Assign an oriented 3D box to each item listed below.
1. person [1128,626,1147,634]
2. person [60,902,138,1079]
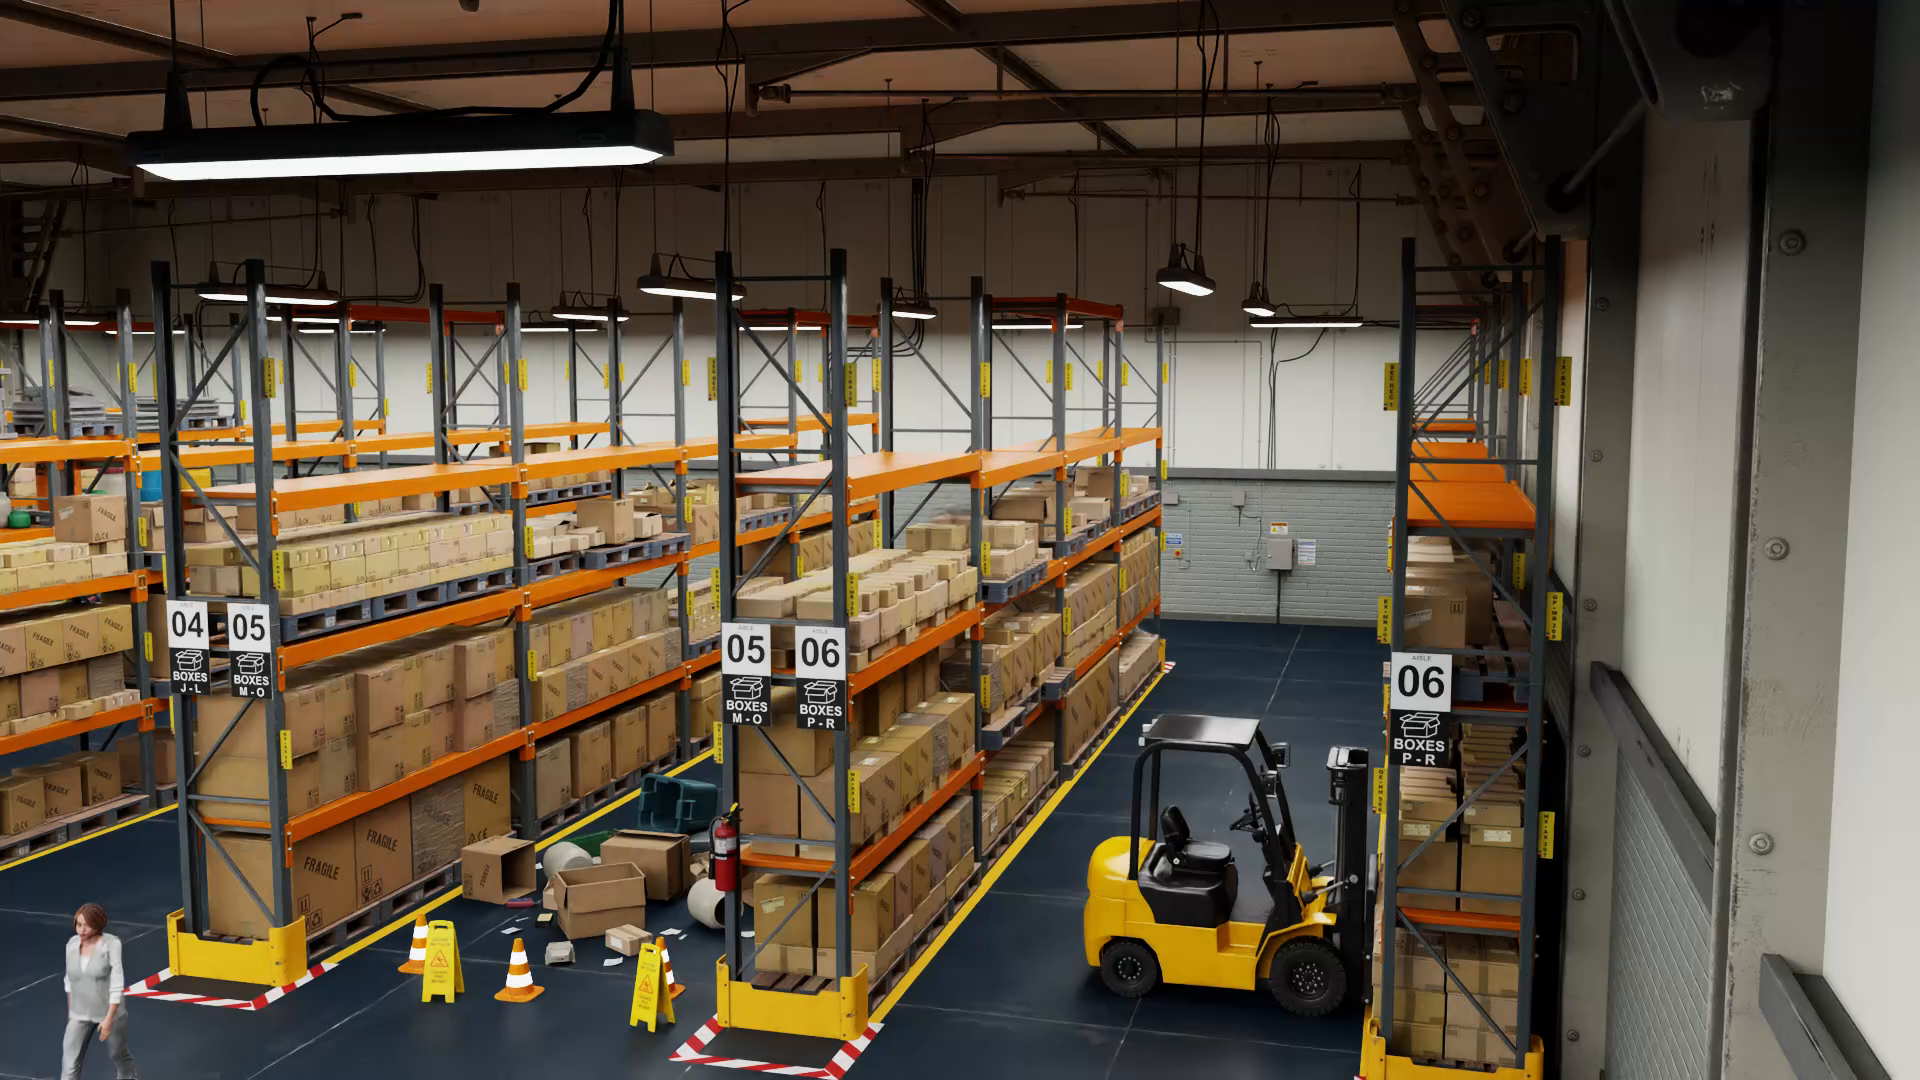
[{"bbox_3d":[3.086,1.172,29.816,0.674,1.654,0.442,-3,7,-25],"label":"person"},{"bbox_3d":[-5.837,3.199,11.155,0.453,1.543,0.969,-1,6,-8],"label":"person"}]
